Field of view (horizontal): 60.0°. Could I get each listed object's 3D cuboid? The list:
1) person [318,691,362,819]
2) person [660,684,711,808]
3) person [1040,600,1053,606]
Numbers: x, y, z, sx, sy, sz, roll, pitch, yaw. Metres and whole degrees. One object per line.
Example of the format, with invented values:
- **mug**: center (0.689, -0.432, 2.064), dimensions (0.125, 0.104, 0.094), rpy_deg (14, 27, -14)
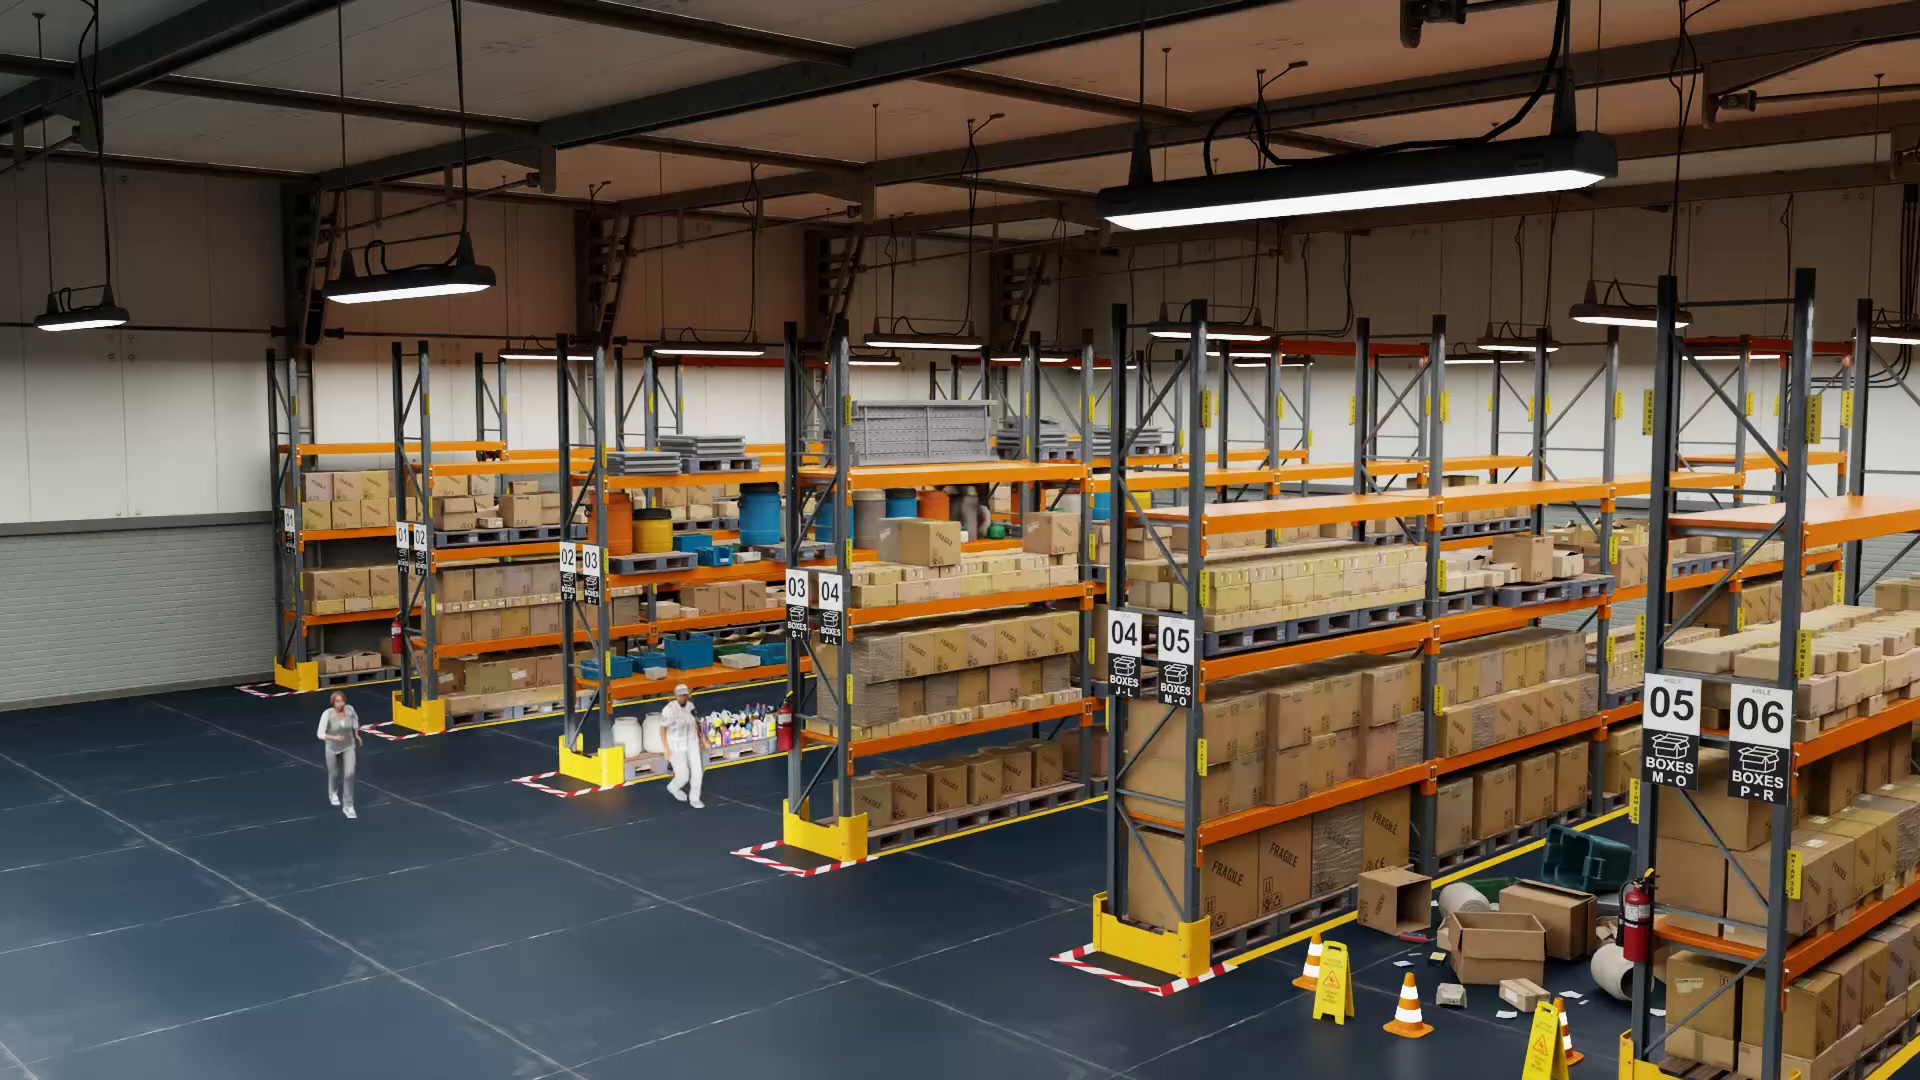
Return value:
- **person**: center (-7.669, 2.605, 20.543), dimensions (0.521, 1.567, 0.904), rpy_deg (-3, 6, -27)
- **person**: center (-3.478, 2.557, 20.795), dimensions (0.642, 1.589, 0.624), rpy_deg (-4, 6, -38)
- **person**: center (1.782, 1.687, 32.191), dimensions (0.568, 1.381, 0.994), rpy_deg (3, 6, 34)
